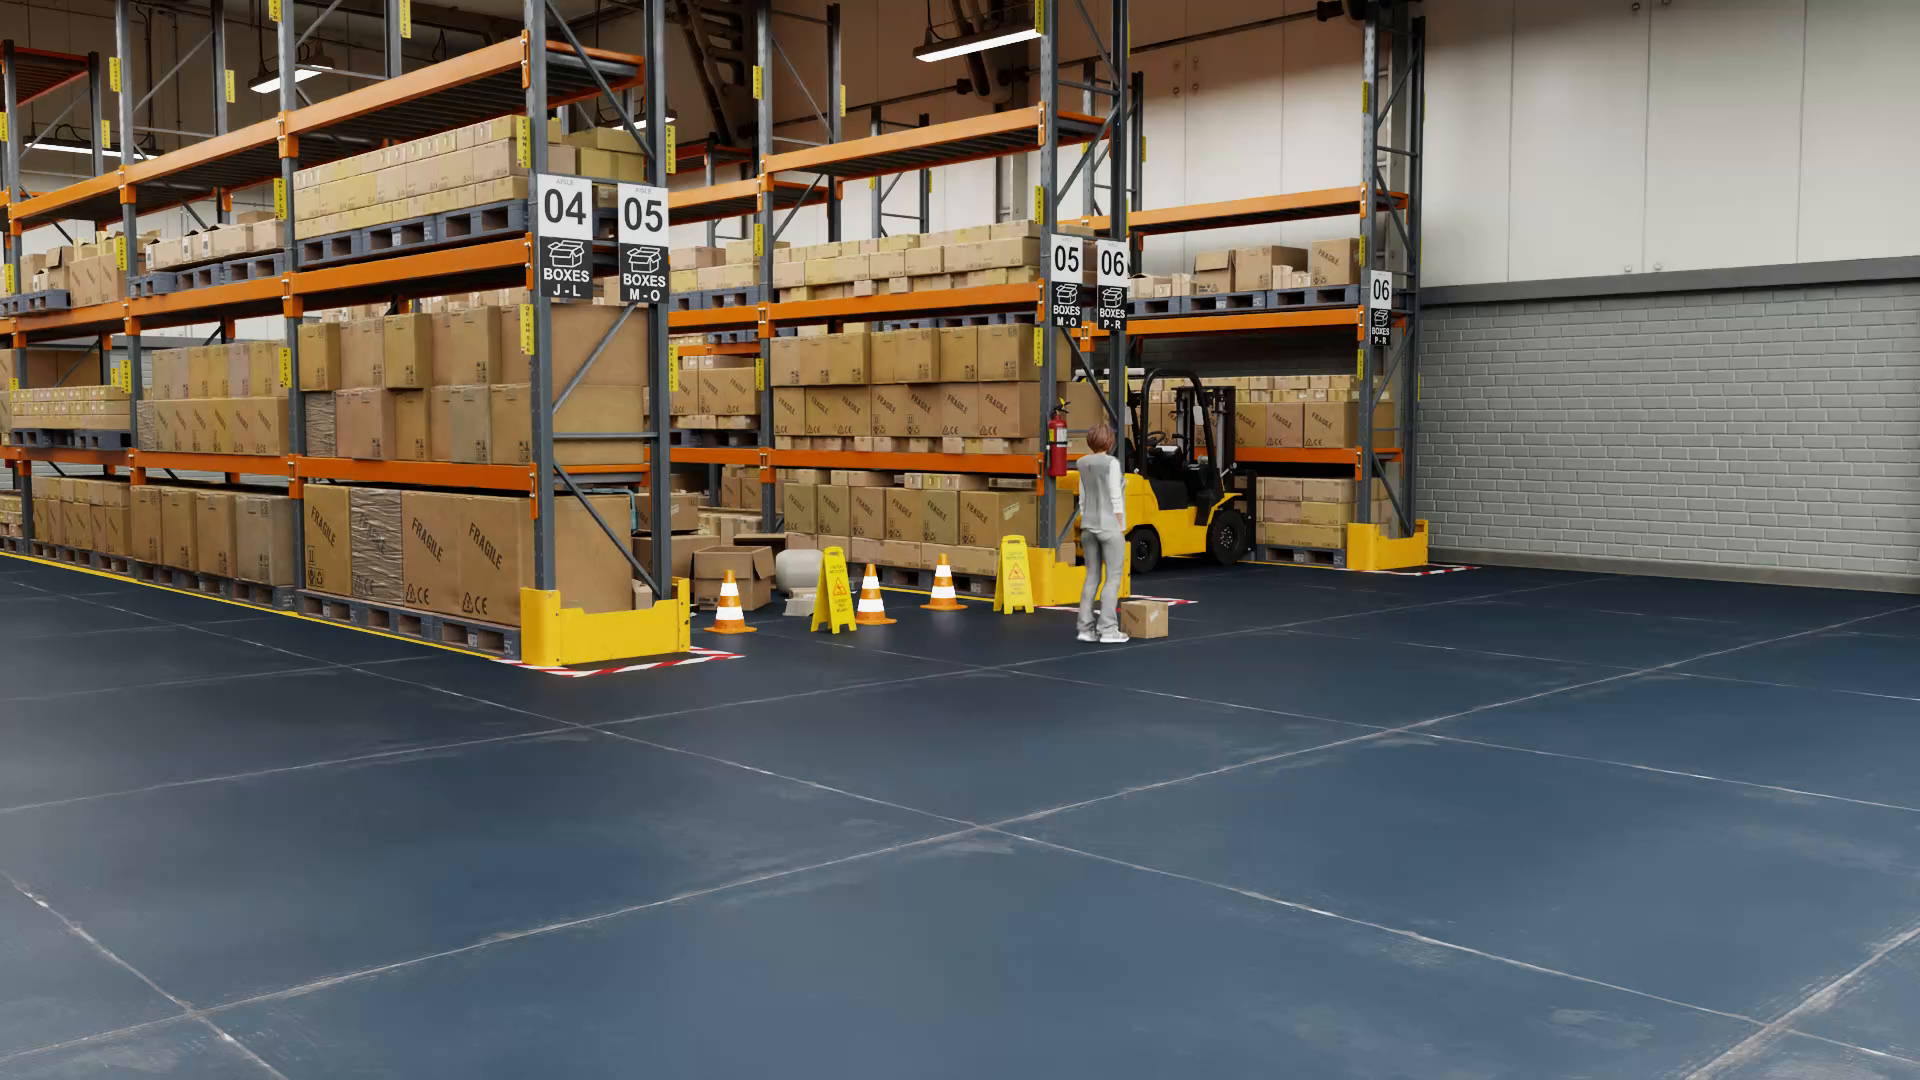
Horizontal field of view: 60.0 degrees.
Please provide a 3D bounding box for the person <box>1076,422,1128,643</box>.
[{"bbox_3d":[1.024,-0.044,12.052,0.310,1.617,0.406,-4,6,-42],"label":"person"}]
